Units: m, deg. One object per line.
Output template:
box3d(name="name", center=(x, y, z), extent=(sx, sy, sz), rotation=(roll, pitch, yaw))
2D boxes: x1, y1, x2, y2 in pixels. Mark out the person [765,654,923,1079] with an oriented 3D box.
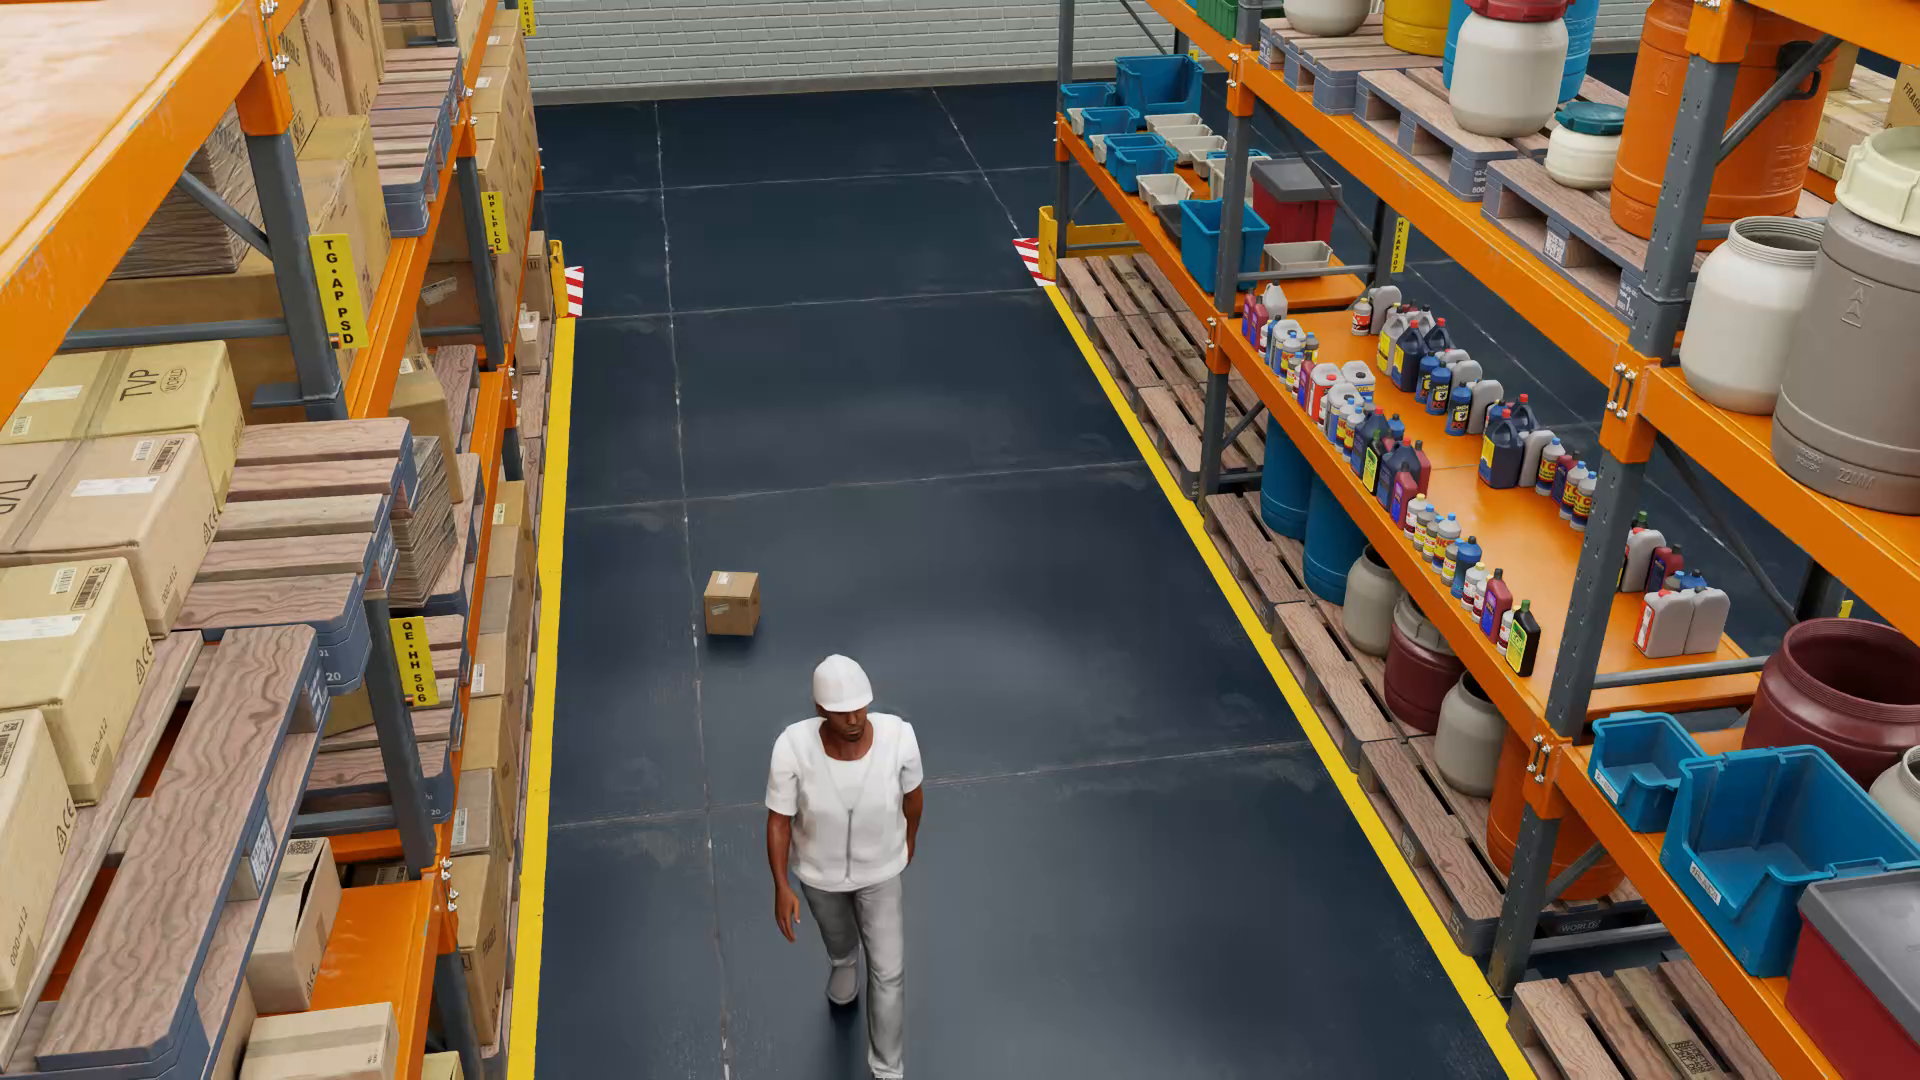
box3d(name="person", center=(-0.409, 1.215, 6.024), extent=(0.566, 1.715, 0.967), rotation=(-1, 31, -2))
